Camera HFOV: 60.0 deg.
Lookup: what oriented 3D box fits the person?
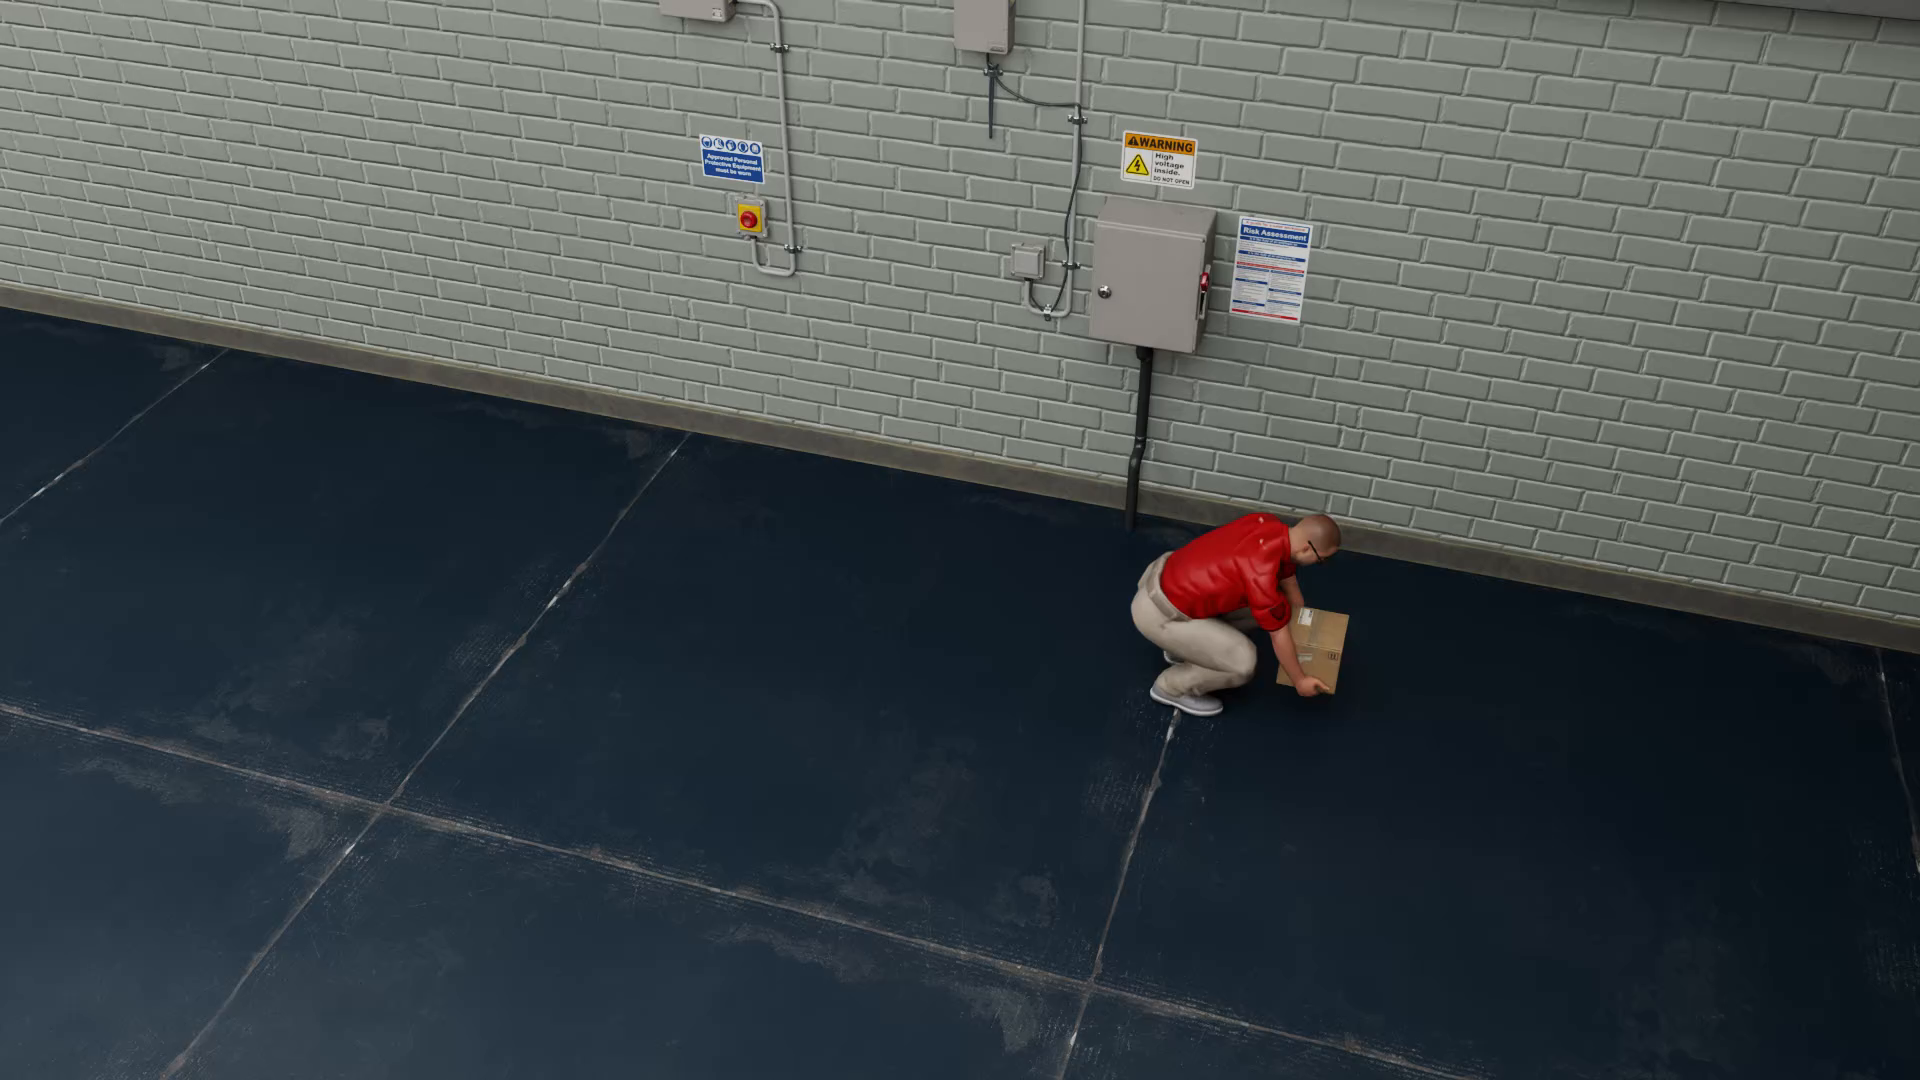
[{"bbox_3d":[1.196,0.280,7.165,0.891,0.986,0.533,10,38,13],"label":"person"}]
